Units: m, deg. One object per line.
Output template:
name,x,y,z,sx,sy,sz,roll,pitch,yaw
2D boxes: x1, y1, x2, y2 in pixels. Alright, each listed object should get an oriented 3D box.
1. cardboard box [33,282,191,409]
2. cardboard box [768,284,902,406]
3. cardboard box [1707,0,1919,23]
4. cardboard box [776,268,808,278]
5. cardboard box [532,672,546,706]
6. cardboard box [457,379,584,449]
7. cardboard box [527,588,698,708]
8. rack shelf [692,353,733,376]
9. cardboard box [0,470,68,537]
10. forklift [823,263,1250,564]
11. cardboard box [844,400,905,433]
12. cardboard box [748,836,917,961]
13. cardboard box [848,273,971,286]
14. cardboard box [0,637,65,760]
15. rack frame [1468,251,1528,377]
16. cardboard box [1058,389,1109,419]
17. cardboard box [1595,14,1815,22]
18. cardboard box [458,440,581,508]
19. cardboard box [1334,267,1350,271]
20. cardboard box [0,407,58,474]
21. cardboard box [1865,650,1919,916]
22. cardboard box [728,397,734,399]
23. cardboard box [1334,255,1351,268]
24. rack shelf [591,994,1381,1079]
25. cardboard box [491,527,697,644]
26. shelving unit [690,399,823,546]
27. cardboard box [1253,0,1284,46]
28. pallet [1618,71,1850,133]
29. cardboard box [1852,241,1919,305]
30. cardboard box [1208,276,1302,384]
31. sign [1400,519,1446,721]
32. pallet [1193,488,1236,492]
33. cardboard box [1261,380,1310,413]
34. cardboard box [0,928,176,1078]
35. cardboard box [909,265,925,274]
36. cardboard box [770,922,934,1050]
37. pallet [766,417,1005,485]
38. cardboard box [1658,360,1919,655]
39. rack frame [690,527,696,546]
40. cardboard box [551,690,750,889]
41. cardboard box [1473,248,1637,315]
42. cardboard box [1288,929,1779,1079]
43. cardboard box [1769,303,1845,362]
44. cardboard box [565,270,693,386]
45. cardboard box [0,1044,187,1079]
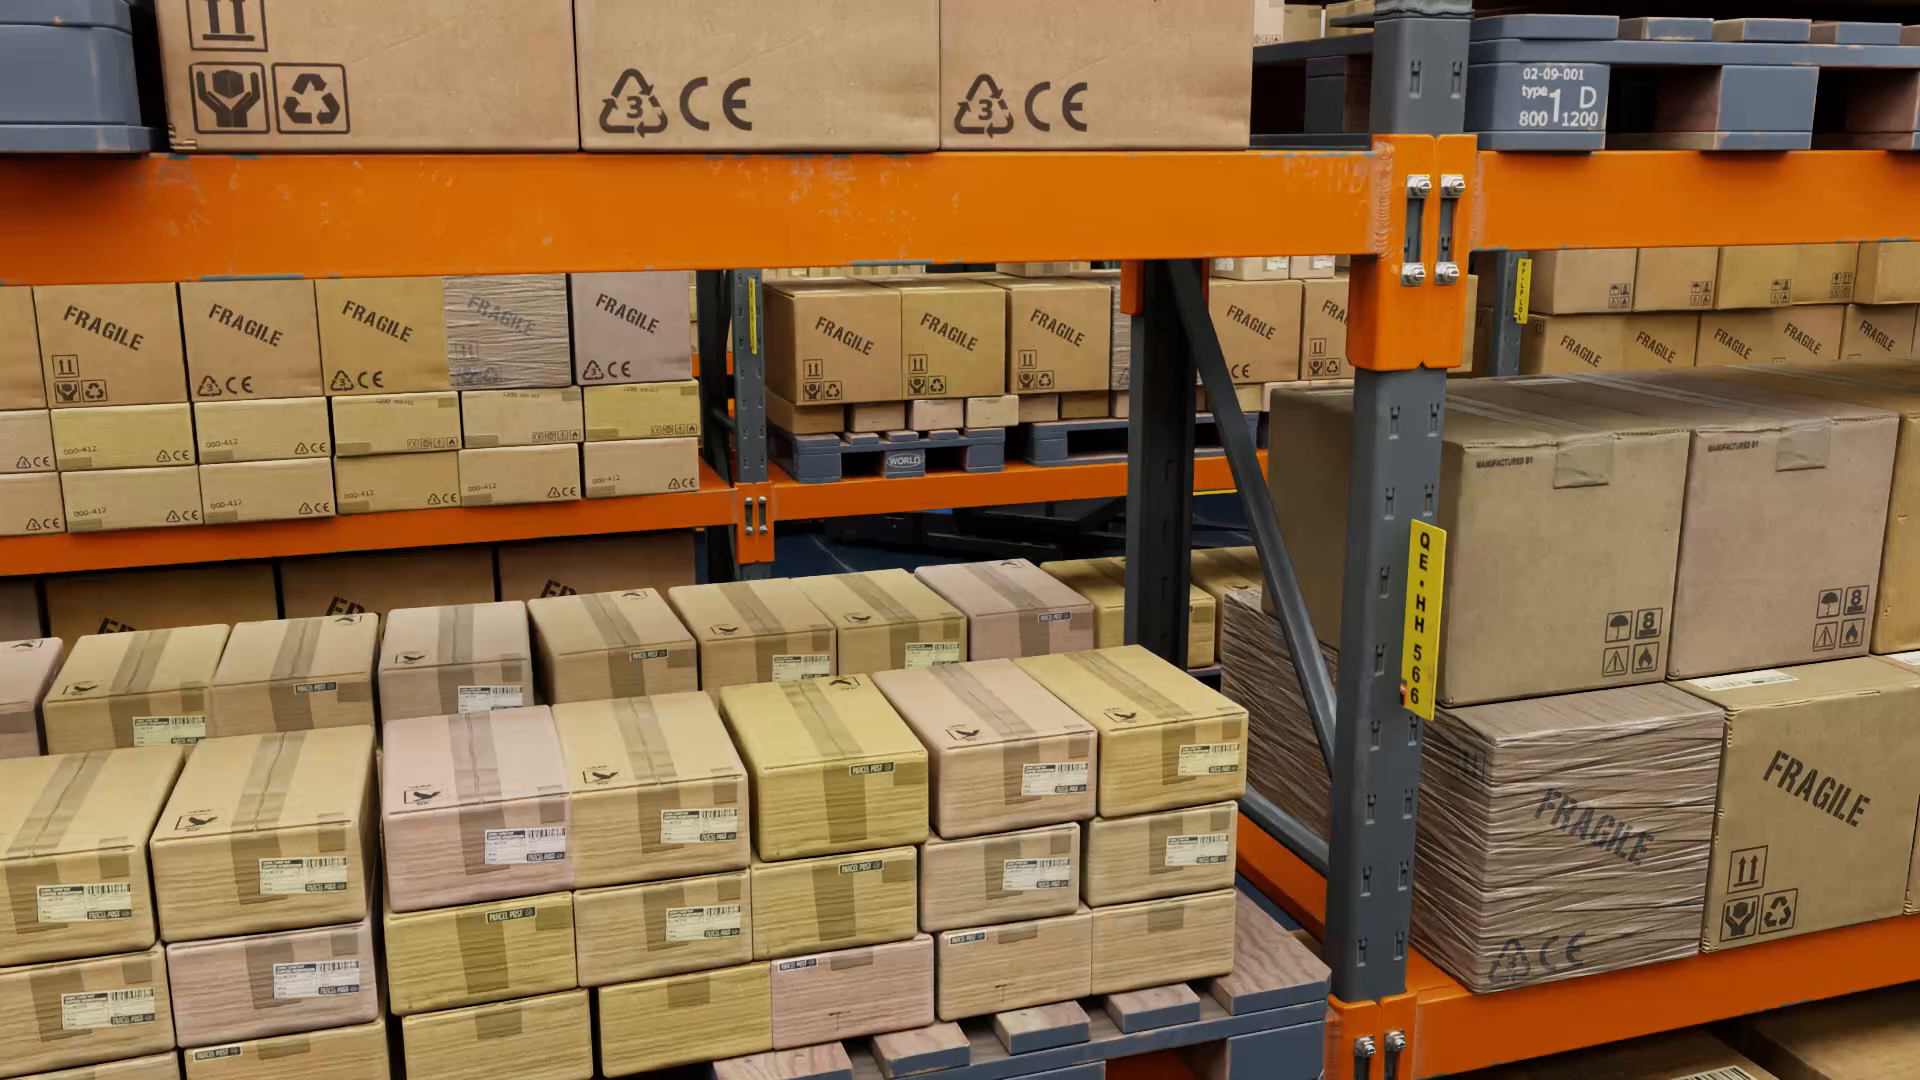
cardboard box,-3.421,-0.828,6.765,0.500,0.500,0.500,-5,14,-19
cardboard box,-0.588,-0.919,7.757,0.500,0.500,0.500,-5,14,-20
cardboard box,1.817,-1.142,3.180,0.500,0.250,0.500,-4,14,-17
cardboard box,-1.319,-2.042,12.628,0.250,0.149,0.380,-4,14,-17
cardboard box,-0.683,0.364,3.123,0.250,0.149,0.380,-4,14,-18
cardboard box,-1.951,-0.579,7.338,0.500,0.250,0.500,-5,14,-20
cardboard box,-0.652,0.217,3.100,0.250,0.149,0.380,-5,14,-20
rack shelf,-0.779,-1.425,13.205,4.000,0.370,1.077,-4,14,-18
cardboard box,-3.888,-0.184,6.757,0.500,0.250,0.500,-5,14,-19
forklift,0.571,-1.365,11.549,3.031,2.935,1.130,6,15,24
cardboard box,-0.442,-0.618,7.892,0.250,0.149,0.380,-5,14,-22
cardboard box,-0.238,0.489,2.597,0.250,0.149,0.380,-4,14,-17
cardboard box,-0.260,-1.071,8.399,0.500,0.500,0.500,-5,14,-19
cardboard box,-1.651,0.295,2.772,0.250,0.149,0.380,-5,14,-21
rack frame,2.703,-0.834,9.167,0.127,3.000,1.000,-4,14,-18
cardboard box,0.558,-0.708,8.271,0.250,0.149,0.380,-4,14,-16
cardboard box,1.481,-1.272,3.597,0.500,0.311,0.500,-4,14,-18
cardboard box,-1.964,-0.330,7.374,0.500,0.250,0.500,-4,14,-17
cardboard box,2.167,-1.260,9.191,0.500,0.500,0.500,-4,14,-17
cardboard box,-3.887,-0.429,6.708,0.500,0.250,0.500,-4,14,-17
cardboard box,2.057,0.442,3.588,0.500,0.500,0.500,-4,14,-18
cardboard box,-1.463,-0.769,13.118,0.625,0.625,0.875,-4,14,-16
cardboard box,2.144,-1.590,9.177,0.250,0.149,0.380,-5,14,-18
rack shelf,-1.309,1.037,2.855,4.000,0.370,1.077,-4,14,-18
cardboard box,-1.769,0.323,7.985,0.875,0.875,0.875,-5,14,-19
shelving unit,-1.519,-0.599,12.231,1.048,1.125,0.538,-5,14,-19
cardboard box,1.234,-2.517,8.096,0.500,0.250,0.500,-4,14,-17
pallet,2.239,-0.970,3.666,1.213,0.211,1.003,-4,14,-15
cardboard box,5.147,-1.627,9.483,0.500,0.500,0.700,-5,14,-19
cardboard box,1.378,-1.074,8.408,0.500,0.500,0.500,-4,14,-16
sign,0.768,0.133,2.771,0.005,0.325,0.100,-4,14,-18
pallet,1.883,-0.615,14.273,1.213,0.211,1.003,-4,14,-18
cardboard box,1.574,-0.755,8.472,0.250,0.149,0.380,-4,14,-18
cardboard box,-1.203,0.564,2.283,0.250,0.149,0.380,-5,14,-19
cardboard box,-0.338,-2.112,12.921,0.250,0.149,0.380,-4,14,-18
cardboard box,-0.214,0.632,2.641,0.250,0.149,0.380,-4,14,-17
pallet,-0.447,-0.521,8.267,1.003,0.211,1.213,-4,14,-18
cardboard box,1.979,-0.103,3.715,0.500,0.500,0.700,-5,14,-19
rack frame,-1.999,-0.560,12.068,0.032,1.125,0.500,-5,14,-19
cardboard box,-0.471,0.363,2.486,0.250,0.149,0.380,-4,14,-16
cardboard box,3.189,-1.499,8.942,0.500,0.500,0.700,-5,14,-19
cardboard box,1.192,1.404,3.710,0.750,0.750,1.050,-5,14,-19
cardboard box,4.630,-1.117,9.496,0.500,0.500,0.500,-4,14,-17
cardboard box,-1.495,-0.978,7.397,0.500,0.500,0.500,-5,14,-20
cardboard box,-1.209,0.709,2.316,0.250,0.149,0.380,-5,14,-21
